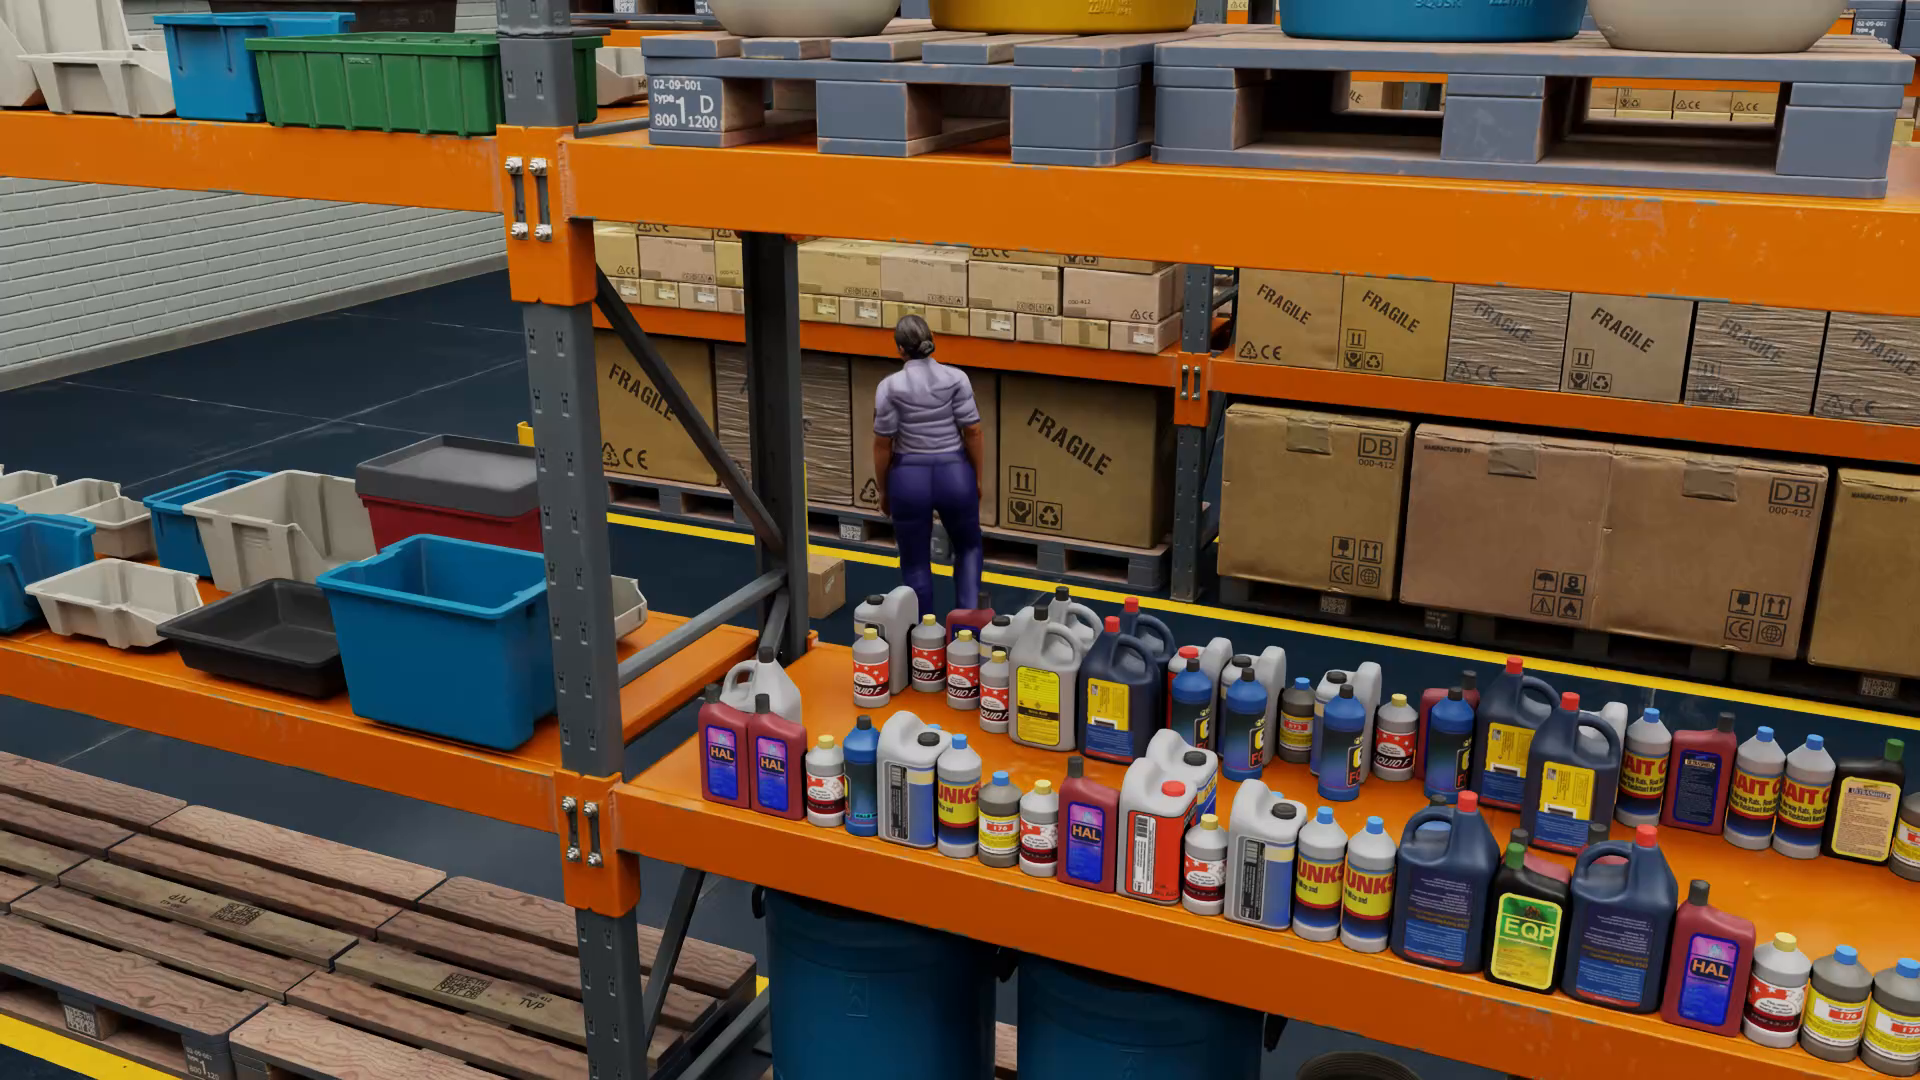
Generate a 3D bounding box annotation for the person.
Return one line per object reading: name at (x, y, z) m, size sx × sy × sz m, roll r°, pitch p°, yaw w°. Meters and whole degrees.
person at (-0.118, -0.223, 7.711) m, size 0.571 × 1.657 × 0.369 m, roll -2°, pitch 19°, yaw -5°
